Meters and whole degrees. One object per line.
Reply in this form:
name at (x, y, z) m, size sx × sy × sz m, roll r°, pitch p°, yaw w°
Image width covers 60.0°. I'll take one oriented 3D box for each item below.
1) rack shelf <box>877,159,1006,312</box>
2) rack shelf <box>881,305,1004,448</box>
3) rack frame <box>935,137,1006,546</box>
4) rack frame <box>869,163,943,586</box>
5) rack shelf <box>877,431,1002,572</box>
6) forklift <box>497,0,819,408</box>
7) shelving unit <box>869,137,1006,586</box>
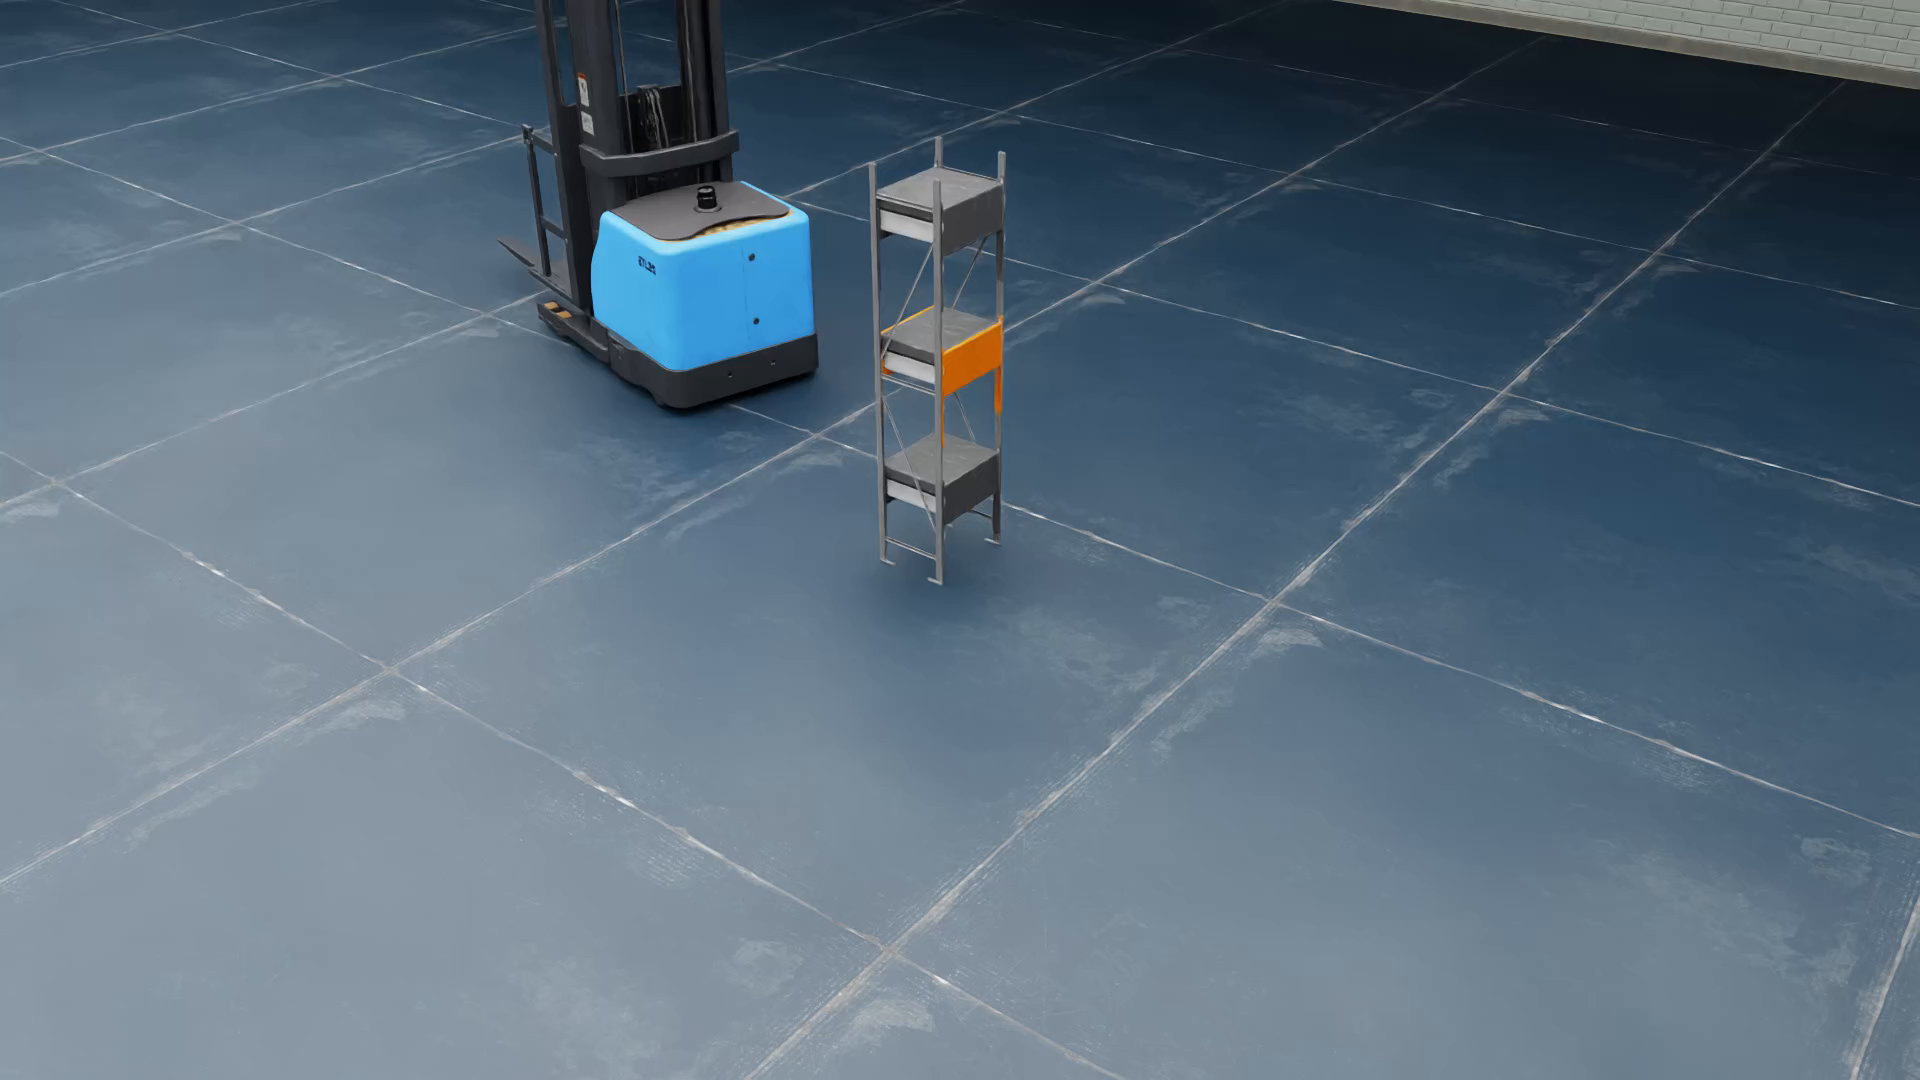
rack shelf at (-0.100, -1.426, 7.751) m, size 0.431 × 0.518 × 0.480 m, roll 21°, pitch 37°, yaw 31°
rack shelf at (-0.100, -0.824, 8.108) m, size 0.431 × 0.518 × 0.480 m, roll 21°, pitch 37°, yaw 31°
rack frame at (0.047, -0.935, 8.269) m, size 0.400 × 2.100 × 0.015 m, roll 21°, pitch 37°, yaw 31°
rack frame at (-0.247, -0.737, 7.934) m, size 0.400 × 2.100 × 0.015 m, roll 21°, pitch 37°, yaw 31°
rack shelf at (-0.100, -0.222, 8.465) m, size 0.431 × 0.518 × 0.480 m, roll 21°, pitch 37°, yaw 31°
forklift at (-2.173, -2.744, 10.505) m, size 1.130 × 2.935 × 3.031 m, roll -21°, pitch 36°, yaw -31°
shelving unit at (-0.100, -0.836, 8.101) m, size 0.431 × 2.100 × 0.503 m, roll 21°, pitch 37°, yaw 31°
